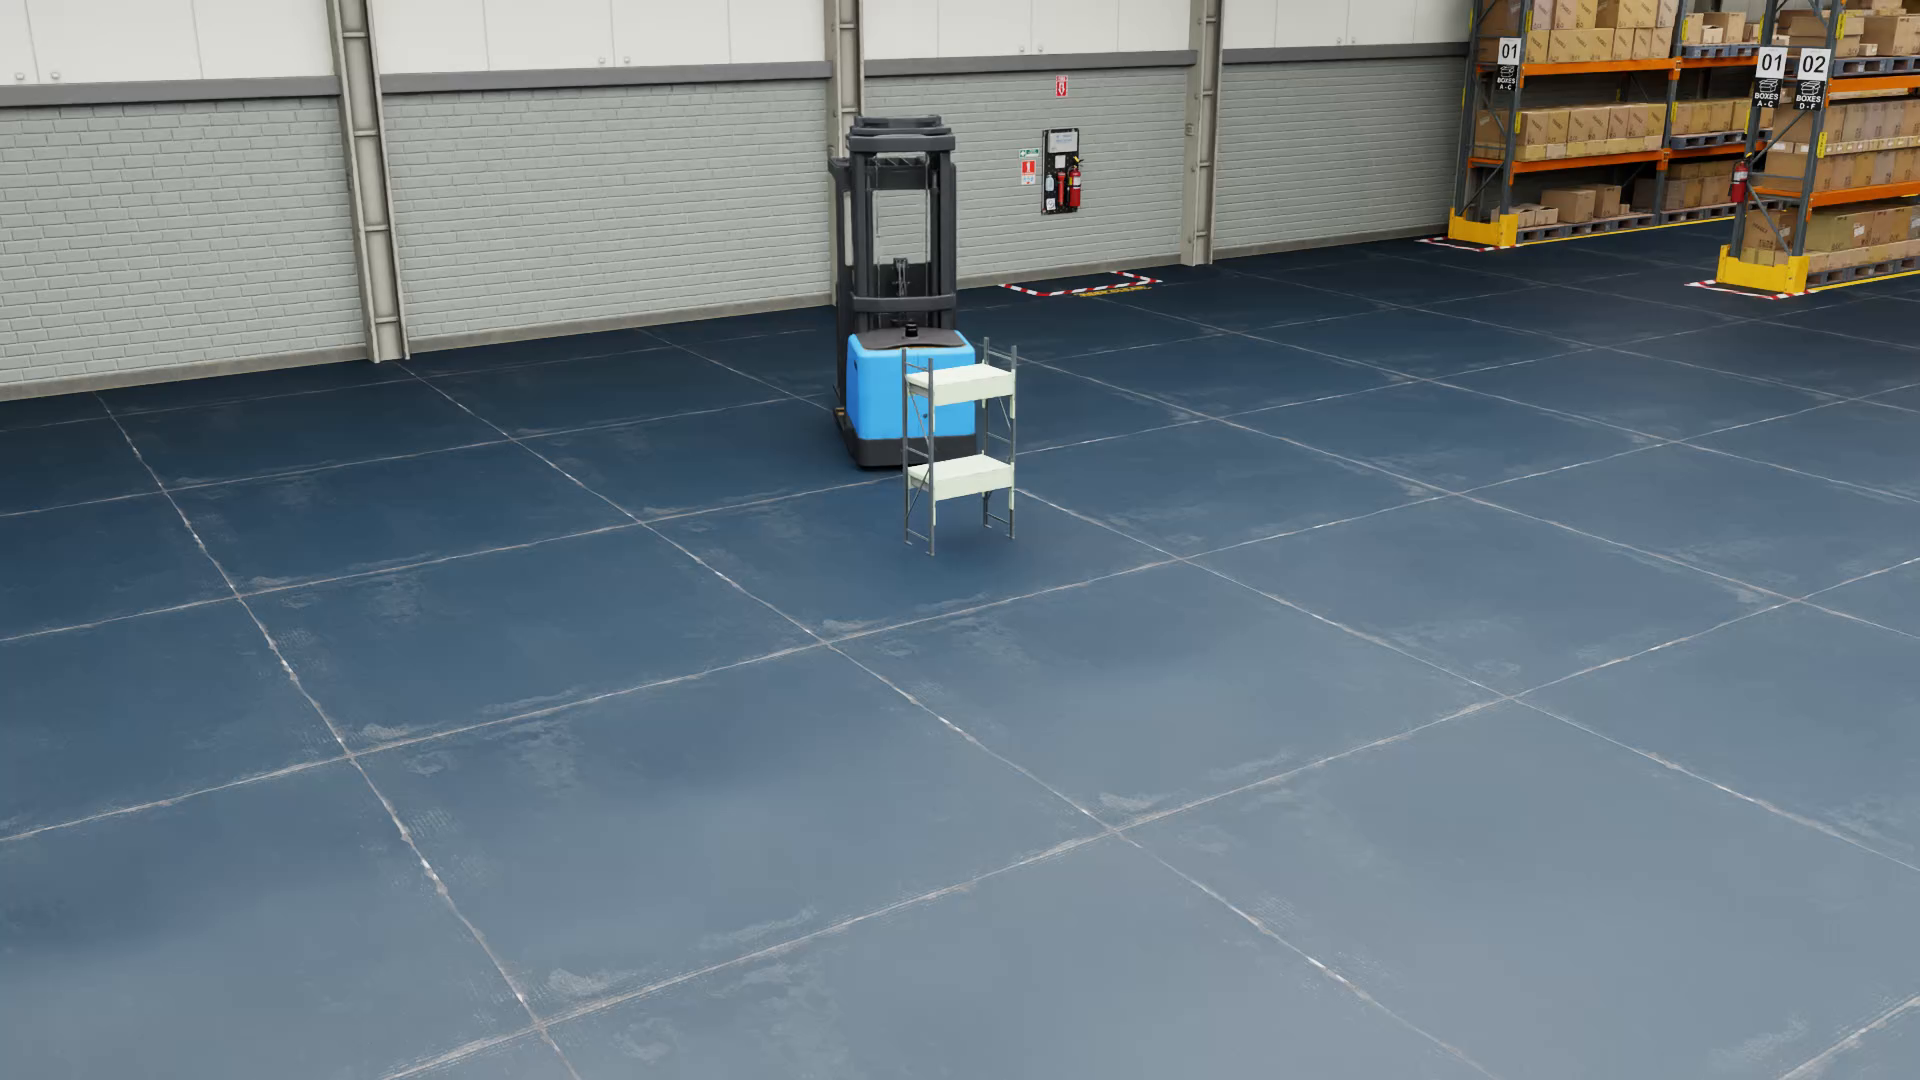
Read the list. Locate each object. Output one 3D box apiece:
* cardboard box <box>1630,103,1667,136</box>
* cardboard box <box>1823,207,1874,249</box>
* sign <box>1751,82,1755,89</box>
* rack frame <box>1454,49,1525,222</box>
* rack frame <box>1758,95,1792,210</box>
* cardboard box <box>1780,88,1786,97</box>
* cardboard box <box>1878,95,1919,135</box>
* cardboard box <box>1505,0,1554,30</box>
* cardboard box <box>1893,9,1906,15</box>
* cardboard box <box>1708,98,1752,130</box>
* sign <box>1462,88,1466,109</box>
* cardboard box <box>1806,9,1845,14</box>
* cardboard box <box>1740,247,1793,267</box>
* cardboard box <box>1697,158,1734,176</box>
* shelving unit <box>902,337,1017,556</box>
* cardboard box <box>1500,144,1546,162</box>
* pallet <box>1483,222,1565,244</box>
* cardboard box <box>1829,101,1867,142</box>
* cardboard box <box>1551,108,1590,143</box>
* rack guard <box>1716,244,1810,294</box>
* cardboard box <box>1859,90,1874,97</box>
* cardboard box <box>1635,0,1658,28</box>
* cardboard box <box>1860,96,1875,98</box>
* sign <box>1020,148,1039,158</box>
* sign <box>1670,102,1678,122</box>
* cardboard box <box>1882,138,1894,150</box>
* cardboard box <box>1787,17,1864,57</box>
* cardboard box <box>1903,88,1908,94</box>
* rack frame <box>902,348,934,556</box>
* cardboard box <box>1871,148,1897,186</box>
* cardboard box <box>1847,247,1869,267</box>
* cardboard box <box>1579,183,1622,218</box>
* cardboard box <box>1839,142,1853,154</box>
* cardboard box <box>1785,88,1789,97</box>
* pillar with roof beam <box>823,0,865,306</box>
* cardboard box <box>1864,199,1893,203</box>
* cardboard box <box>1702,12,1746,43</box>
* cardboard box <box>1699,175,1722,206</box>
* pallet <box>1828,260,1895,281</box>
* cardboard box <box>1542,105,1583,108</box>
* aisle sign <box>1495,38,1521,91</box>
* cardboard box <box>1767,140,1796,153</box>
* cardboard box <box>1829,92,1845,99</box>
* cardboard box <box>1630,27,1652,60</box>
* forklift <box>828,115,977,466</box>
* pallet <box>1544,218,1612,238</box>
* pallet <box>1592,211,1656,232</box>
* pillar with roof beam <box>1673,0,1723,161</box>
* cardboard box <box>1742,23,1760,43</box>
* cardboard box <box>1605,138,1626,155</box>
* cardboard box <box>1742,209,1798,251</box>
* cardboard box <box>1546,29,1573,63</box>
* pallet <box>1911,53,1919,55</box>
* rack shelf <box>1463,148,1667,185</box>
[{"bbox_3d":[11.573,-7.124,28.166,0.500,0.500,0.500,-12,22,-32],"label":"cardboard box"},{"bbox_3d":[12.582,-4.434,23.644,0.500,0.500,0.500,-12,22,-31],"label":"cardboard box"},{"bbox_3d":[14.831,-8.397,31.092,0.005,0.325,0.100,-12,22,-31],"label":"sign"},{"bbox_3d":[8.457,-6.292,26.672,0.127,3.000,1.000,-12,22,-31],"label":"rack frame"},{"bbox_3d":[15.139,-7.701,30.840,0.127,3.000,1.000,-12,22,-31],"label":"rack frame"},{"bbox_3d":[14.867,-8.195,30.446,0.250,0.149,0.380,-16,24,-38],"label":"cardboard box"},{"bbox_3d":[13.737,-6.165,24.115,0.500,0.500,0.700,-12,22,-32],"label":"cardboard box"},{"bbox_3d":[8.913,-8.246,26.021,0.500,0.500,0.500,-14,23,-35],"label":"cardboard box"},{"bbox_3d":[17.684,-9.957,31.986,0.500,0.500,0.700,-13,23,-34],"label":"cardboard box"},{"bbox_3d":[13.723,-7.646,29.834,0.500,0.500,0.700,-12,22,-31],"label":"cardboard box"},{"bbox_3d":[8.169,-7.142,26.886,0.005,0.325,0.100,-12,22,-31],"label":"sign"},{"bbox_3d":[15.926,-9.586,30.889,0.500,0.500,0.700,-13,23,-34],"label":"cardboard box"},{"bbox_3d":[11.470,-4.037,23.641,0.500,0.250,0.500,-12,22,-31],"label":"cardboard box"},{"bbox_3d":[13.629,-6.764,30.114,0.500,0.250,0.500,-12,22,-32],"label":"cardboard box"},{"bbox_3d":[-0.006,-0.709,12.501,0.755,1.500,0.431,-12,22,-31],"label":"shelving unit"},{"bbox_3d":[9.039,-6.231,26.696,0.500,0.250,0.500,-13,22,-33],"label":"cardboard box"},{"bbox_3d":[9.219,-5.118,27.554,1.213,0.211,1.003,-12,22,-31],"label":"pallet"},{"bbox_3d":[12.062,-5.812,23.070,0.500,0.500,0.700,-13,22,-33],"label":"cardboard box"},{"bbox_3d":[9.875,-6.763,27.098,0.500,0.500,0.500,-13,22,-33],"label":"cardboard box"},{"bbox_3d":[11.165,-3.779,23.143,0.348,0.500,1.175,-12,22,-31],"label":"rack guard"},{"bbox_3d":[16.946,-8.541,31.501,0.500,0.250,0.500,-12,22,-33],"label":"cardboard box"},{"bbox_3d":[11.074,-8.687,27.325,0.500,0.500,0.500,-11,21,-28],"label":"cardboard box"},{"bbox_3d":[16.973,-8.187,31.625,0.500,0.500,0.500,-11,22,-30],"label":"cardboard box"},{"bbox_3d":[0.960,-5.361,23.036,0.331,0.109,0.001,-12,22,-31],"label":"sign"},{"bbox_3d":[12.103,-7.263,28.192,0.005,0.325,0.100,-12,22,-31],"label":"sign"},{"bbox_3d":[12.915,-5.604,23.469,0.250,0.149,0.380,-12,22,-31],"label":"cardboard box"},{"bbox_3d":[11.667,-6.803,22.464,0.637,0.503,0.797,-10,21,-28],"label":"cardboard box"},{"bbox_3d":[18.230,-8.808,32.292,0.500,0.250,0.500,-11,22,-30],"label":"cardboard box"},{"bbox_3d":[-0.311,-0.645,12.310,0.023,1.500,0.400,-12,22,-31],"label":"rack frame"},{"bbox_3d":[12.873,-5.367,23.781,0.500,0.500,0.700,-11,22,-30],"label":"cardboard box"},{"bbox_3d":[12.588,-4.076,23.755,0.500,0.250,0.500,-12,22,-31],"label":"cardboard box"},{"bbox_3d":[10.953,-5.827,28.514,0.500,0.500,0.500,-14,23,-35],"label":"cardboard box"},{"bbox_3d":[12.059,-5.425,22.938,0.250,0.149,0.380,-12,22,-31],"label":"cardboard box"},{"bbox_3d":[15.375,-8.403,31.095,0.500,0.250,0.500,-11,22,-30],"label":"cardboard box"},{"bbox_3d":[0.912,-6.223,17.102,0.400,9.000,9.100,-12,22,-31],"label":"pillar with roof beam"},{"bbox_3d":[13.553,-4.836,24.831,0.500,0.500,0.500,-12,22,-31],"label":"cardboard box"},{"bbox_3d":[13.329,-8.956,29.057,0.500,0.500,0.500,-13,23,-33],"label":"cardboard box"},{"bbox_3d":[13.256,-6.338,30.026,0.500,0.500,0.700,-12,22,-31],"label":"cardboard box"},{"bbox_3d":[12.818,-4.006,24.265,1.213,0.211,1.003,-12,22,-31],"label":"pallet"},{"bbox_3d":[10.010,-6.992,27.776,0.500,0.500,0.500,-12,22,-31],"label":"cardboard box"},{"bbox_3d":[8.562,-7.430,25.981,0.004,0.787,0.394,-12,22,-31],"label":"aisle sign"},{"bbox_3d":[11.399,-5.440,22.985,0.250,0.149,0.380,-12,22,-32],"label":"cardboard box"},{"bbox_3d":[16.108,-8.360,30.967,0.500,0.250,0.500,-12,22,-32],"label":"cardboard box"},{"bbox_3d":[11.083,-8.234,27.545,0.500,0.500,0.500,-14,23,-36],"label":"cardboard box"},{"bbox_3d":[-0.619,-2.458,15.440,1.130,2.935,3.031,-3,19,-10],"label":"forklift"},{"bbox_3d":[10.237,-5.332,28.185,1.213,0.211,1.003,-12,22,-31],"label":"pallet"},{"bbox_3d":[11.257,-5.548,28.825,1.213,0.211,1.003,-12,22,-31],"label":"pallet"},{"bbox_3d":[15.945,-9.394,26.481,0.400,9.000,9.100,-12,22,-31],"label":"pillar with roof beam"},{"bbox_3d":[14.005,-8.977,29.738,0.637,0.503,0.797,-9,20,-24],"label":"cardboard box"},{"bbox_3d":[10.737,-6.592,27.763,0.500,0.250,0.500,-12,22,-32],"label":"cardboard box"},{"bbox_3d":[11.469,-4.393,23.523,0.500,0.500,0.500,-12,22,-31],"label":"cardboard box"},{"bbox_3d":[9.342,-7.847,26.401,0.500,0.500,0.500,-10,21,-28],"label":"cardboard box"},{"bbox_3d":[13.827,-6.894,23.908,1.213,0.211,1.003,-12,22,-31],"label":"pallet"},{"bbox_3d":[10.128,-6.303,27.829,4.000,0.370,1.077,-12,22,-31],"label":"rack shelf"}]
